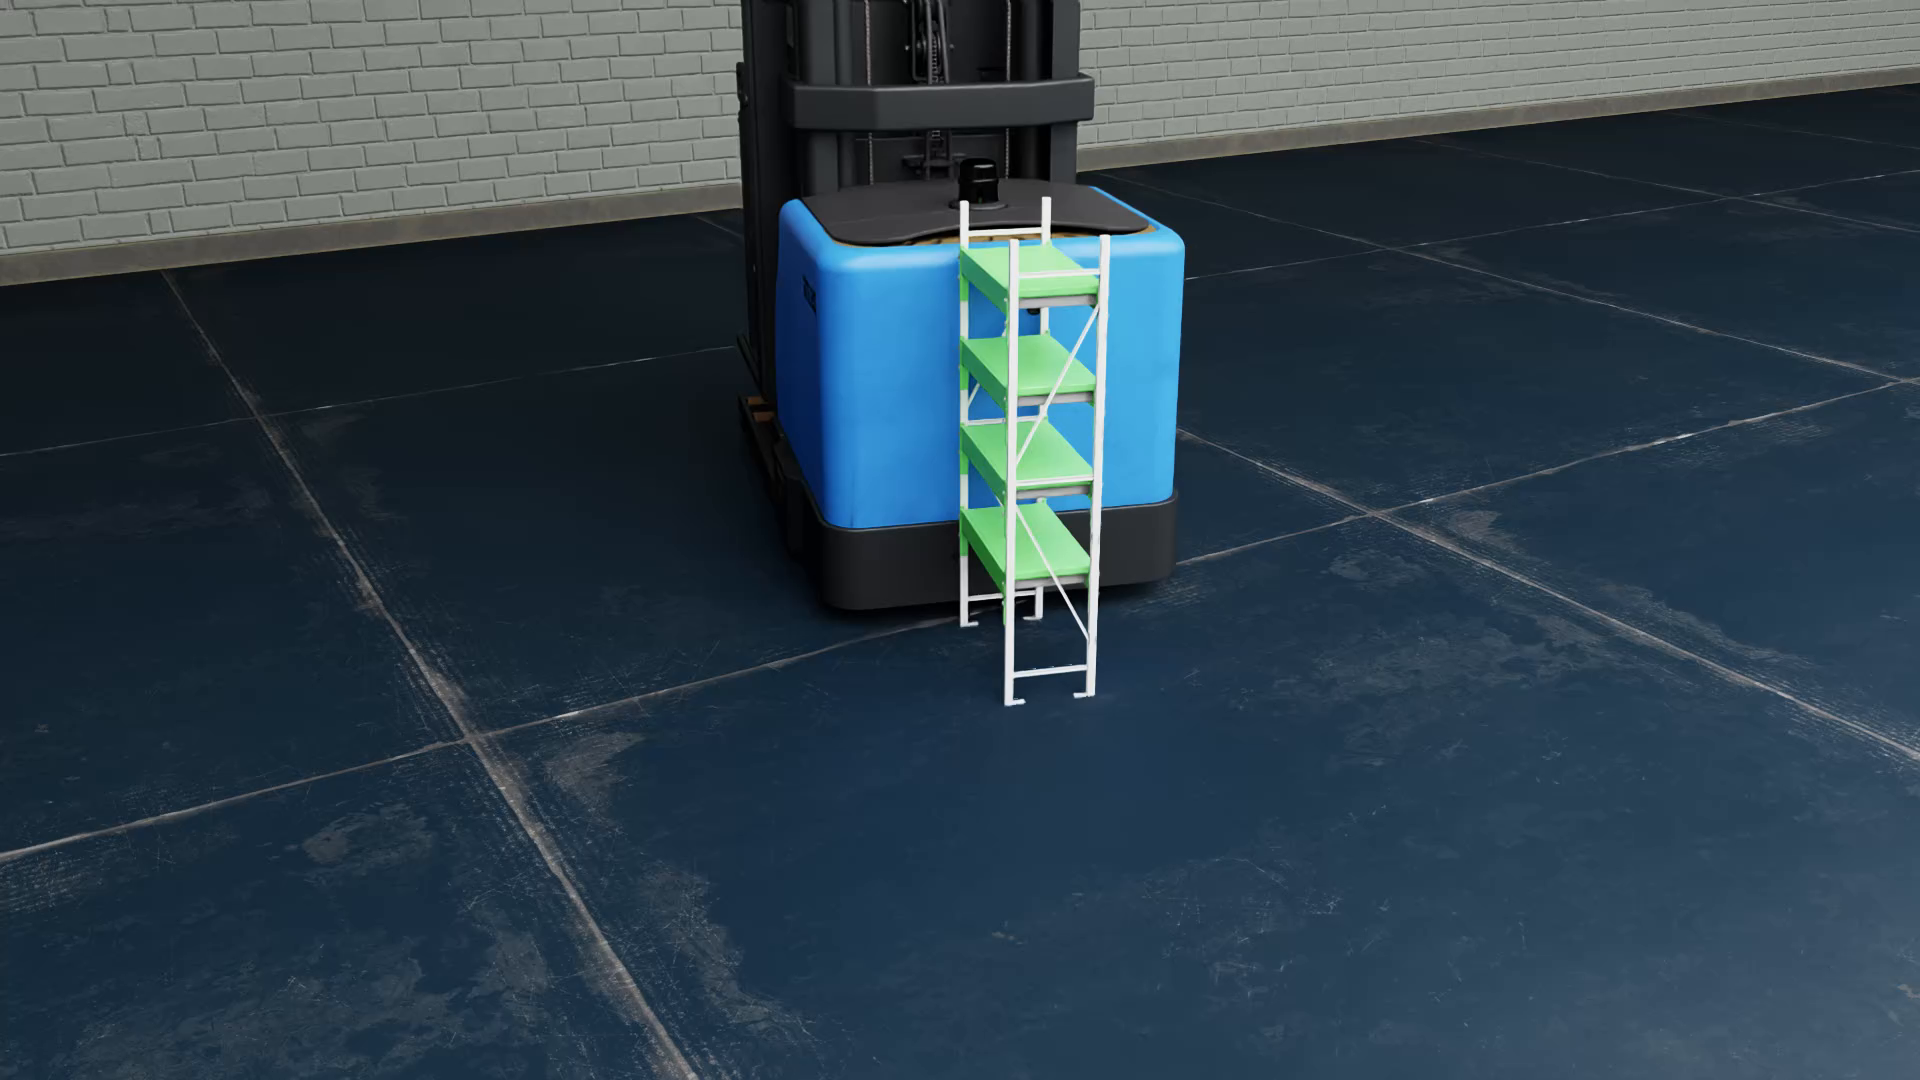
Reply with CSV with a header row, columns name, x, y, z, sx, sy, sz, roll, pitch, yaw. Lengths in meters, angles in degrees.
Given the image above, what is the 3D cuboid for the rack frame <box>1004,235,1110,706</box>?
name,x,y,z,sx,sy,sz,roll,pitch,yaw
rack frame,0.231,-0.143,4.069,0.240,1.200,0.015,-5,23,-12

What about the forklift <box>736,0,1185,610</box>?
name,x,y,z,sx,sy,sz,roll,pitch,yaw
forklift,-0.209,-1.686,5.568,1.130,2.935,3.031,-5,23,-12

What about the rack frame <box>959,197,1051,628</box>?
name,x,y,z,sx,sy,sz,roll,pitch,yaw
rack frame,0.117,-0.321,4.509,0.240,1.200,0.015,-5,23,-12

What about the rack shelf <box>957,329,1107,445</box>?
name,x,y,z,sx,sy,sz,roll,pitch,yaw
rack shelf,0.174,-0.395,4.223,0.258,0.148,0.480,-5,23,-12

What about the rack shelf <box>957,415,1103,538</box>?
name,x,y,z,sx,sy,sz,roll,pitch,yaw
rack shelf,0.174,-0.173,4.313,0.258,0.148,0.480,-5,23,-12

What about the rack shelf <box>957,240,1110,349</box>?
name,x,y,z,sx,sy,sz,roll,pitch,yaw
rack shelf,0.174,-0.618,4.132,0.258,0.148,0.480,-5,23,-12

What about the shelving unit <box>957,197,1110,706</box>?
name,x,y,z,sx,sy,sz,roll,pitch,yaw
shelving unit,0.174,-0.232,4.289,0.258,1.200,0.503,-5,23,-12

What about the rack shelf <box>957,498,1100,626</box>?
name,x,y,z,sx,sy,sz,roll,pitch,yaw
rack shelf,0.174,0.049,4.403,0.258,0.148,0.480,-5,23,-12
